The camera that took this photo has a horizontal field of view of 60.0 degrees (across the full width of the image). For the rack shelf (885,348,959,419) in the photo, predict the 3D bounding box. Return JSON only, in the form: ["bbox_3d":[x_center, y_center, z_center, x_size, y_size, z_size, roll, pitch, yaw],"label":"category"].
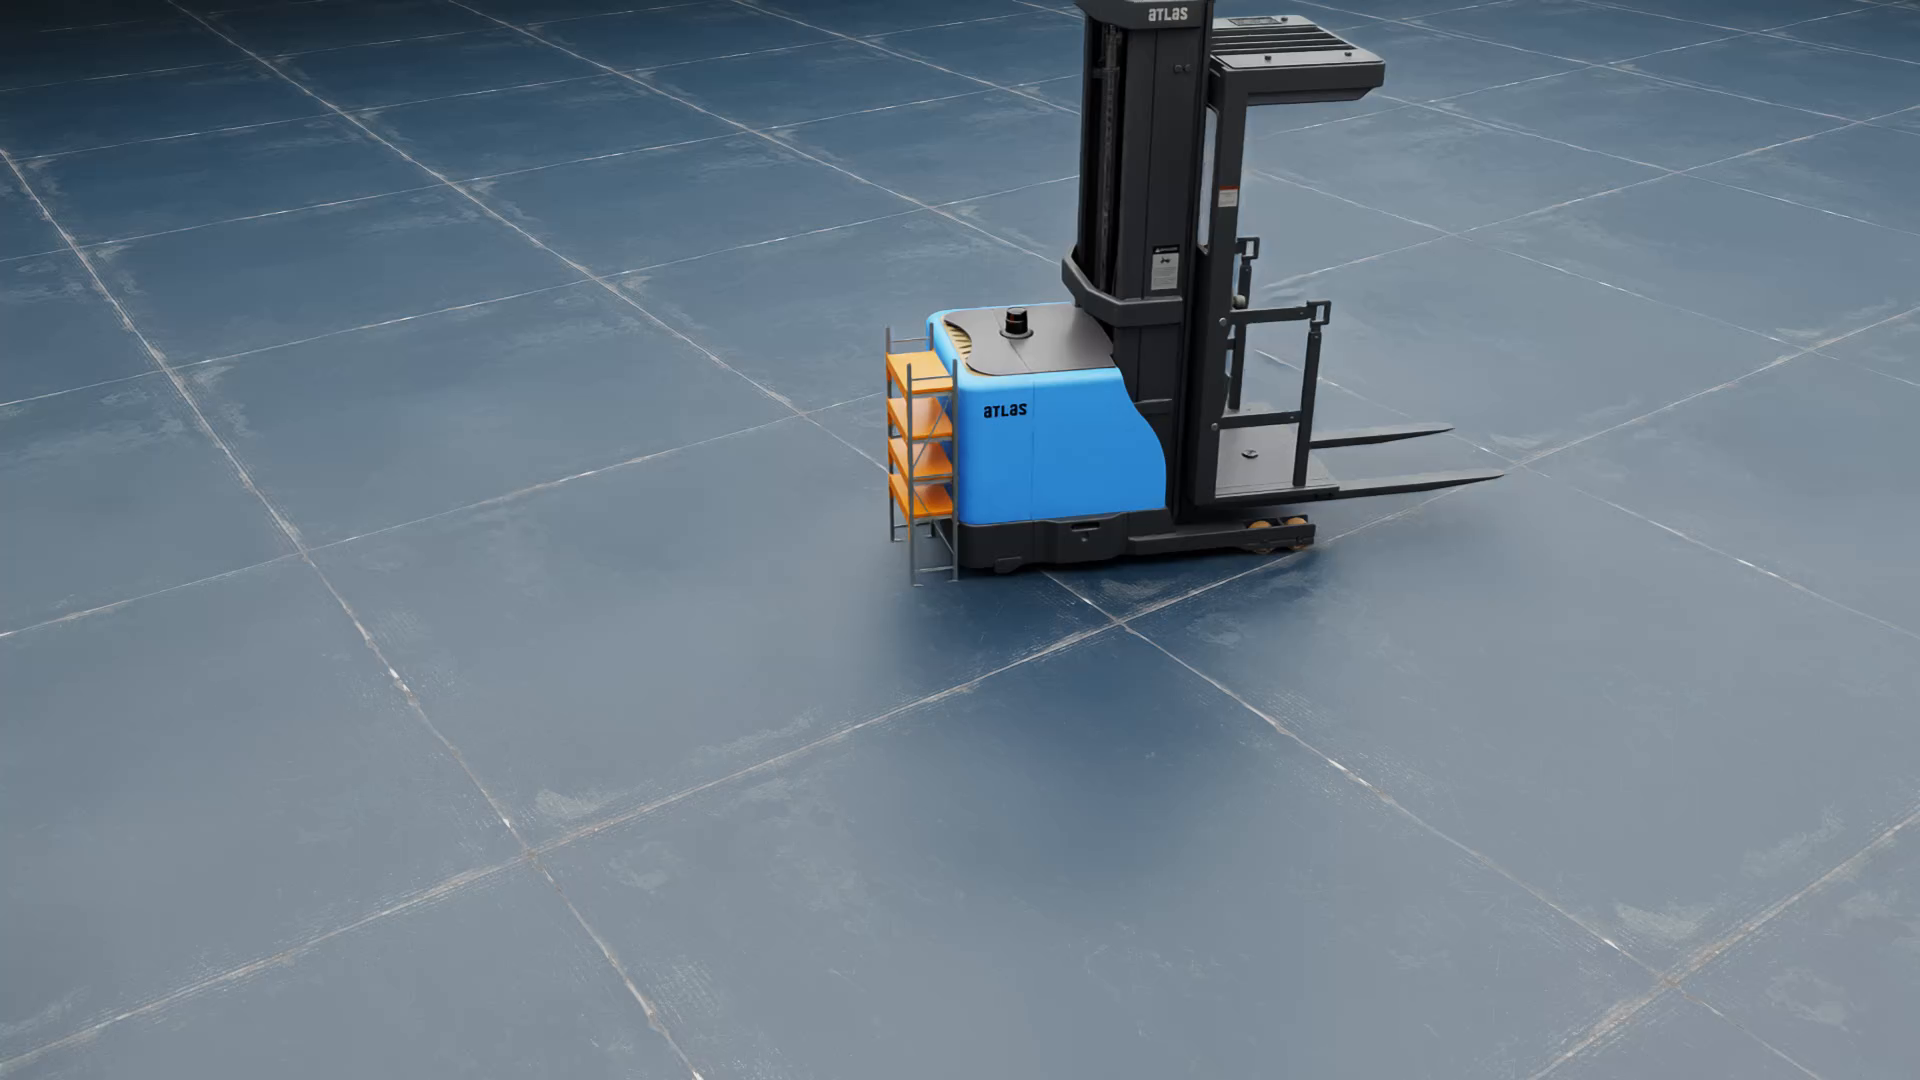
[{"bbox_3d":[-0.189,-0.765,8.078,0.258,0.148,0.480,-7,29,-12],"label":"rack shelf"}]

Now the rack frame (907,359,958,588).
[{"bbox_3d":[-0.130,-0.306,8.057,0.240,1.200,0.015,-7,29,-12],"label":"rack frame"}]

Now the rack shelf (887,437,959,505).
[{"bbox_3d":[-0.189,-0.360,8.297,0.258,0.148,0.480,-7,29,-12],"label":"rack shelf"}]

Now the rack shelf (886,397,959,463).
[{"bbox_3d":[-0.189,-0.557,8.191,0.258,0.148,0.480,-7,29,-12],"label":"rack shelf"}]

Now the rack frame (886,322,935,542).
[{"bbox_3d":[-0.248,-0.532,8.473,0.240,1.200,0.015,-7,29,-12],"label":"rack frame"}]

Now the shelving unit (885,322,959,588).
[{"bbox_3d":[-0.189,-0.419,8.265,0.258,1.200,0.503,-7,29,-12],"label":"shelving unit"}]

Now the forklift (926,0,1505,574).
[{"bbox_3d":[1.378,-1.458,8.364,3.031,2.935,1.130,-5,29,-10],"label":"forklift"}]

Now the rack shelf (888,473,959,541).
[{"bbox_3d":[-0.189,-0.186,8.392,0.258,0.148,0.480,-7,29,-12],"label":"rack shelf"}]
